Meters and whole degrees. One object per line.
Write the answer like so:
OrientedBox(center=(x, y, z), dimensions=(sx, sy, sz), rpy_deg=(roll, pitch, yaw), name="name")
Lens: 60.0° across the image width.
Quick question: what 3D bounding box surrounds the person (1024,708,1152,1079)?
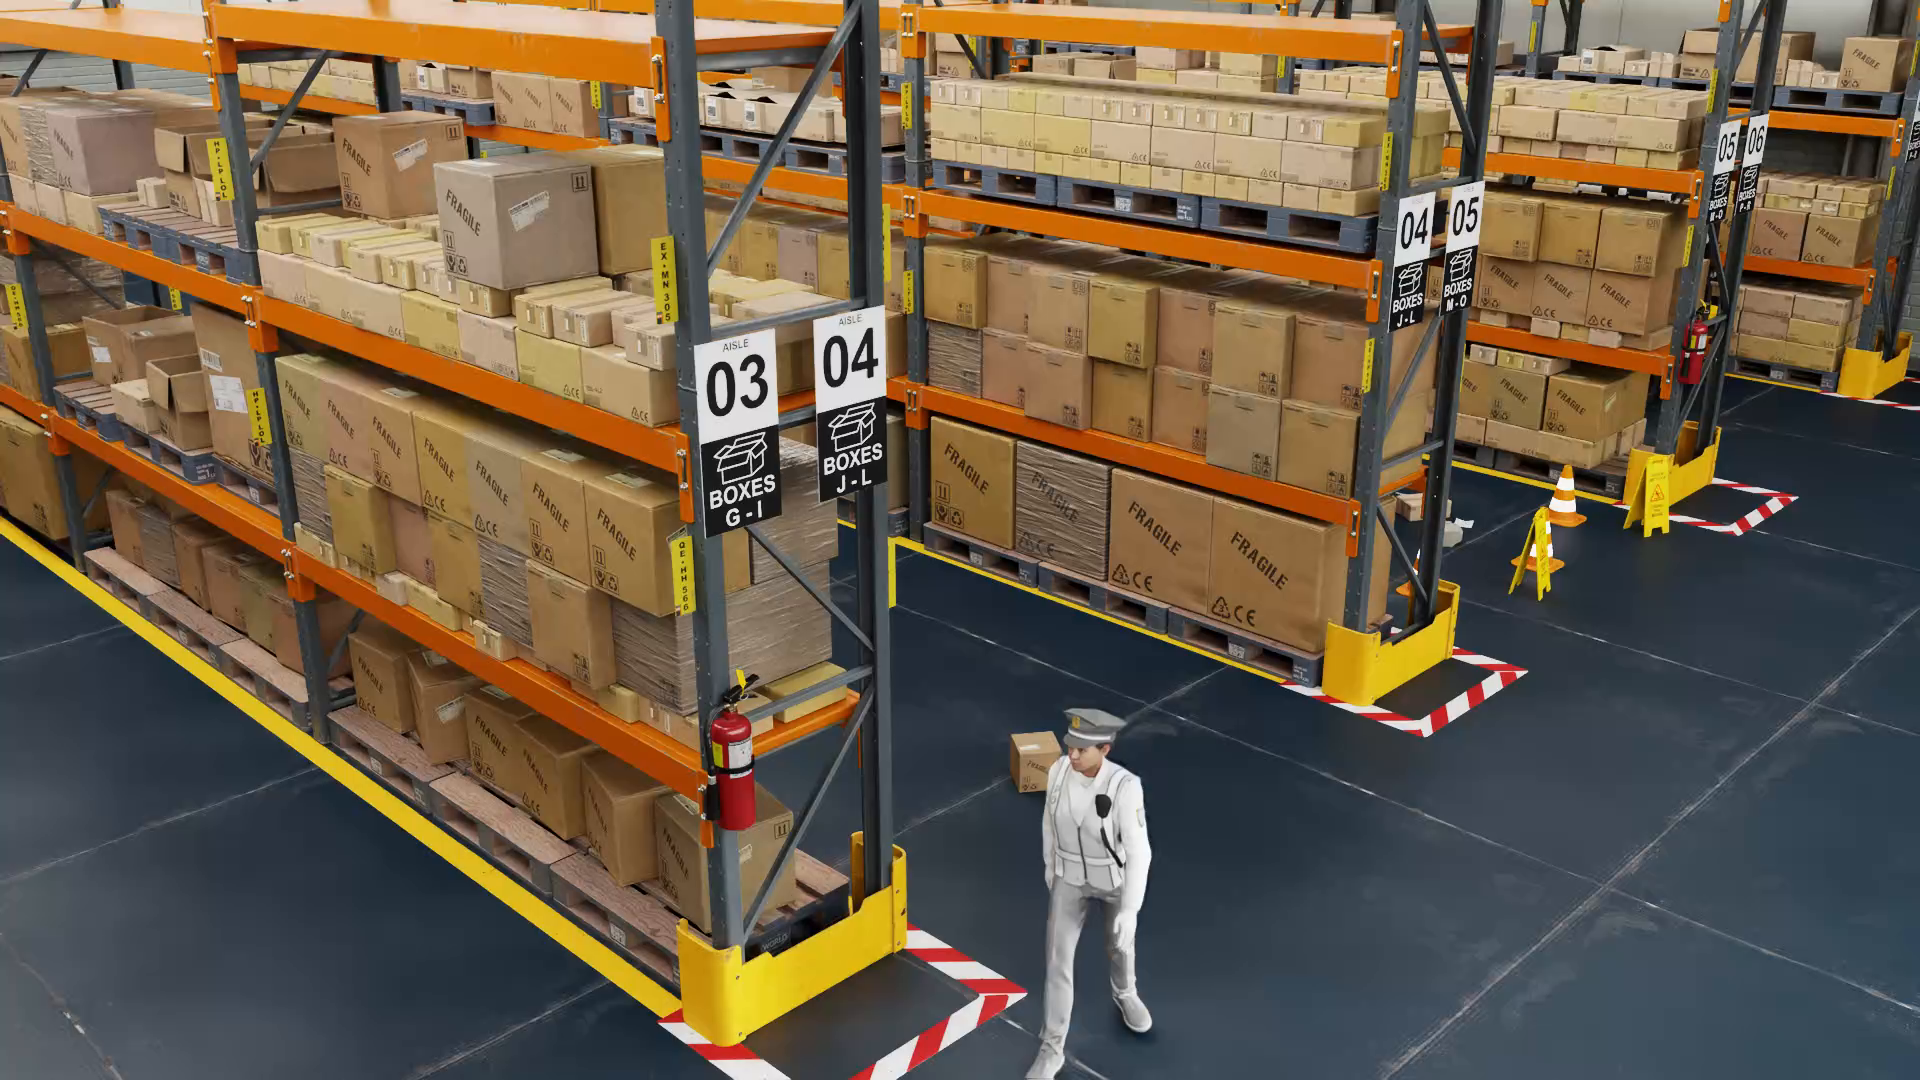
OrientedBox(center=(0.556, 1.481, 7.090), dimensions=(0.531, 1.648, 0.837), rpy_deg=(7, 22, 18), name="person")
